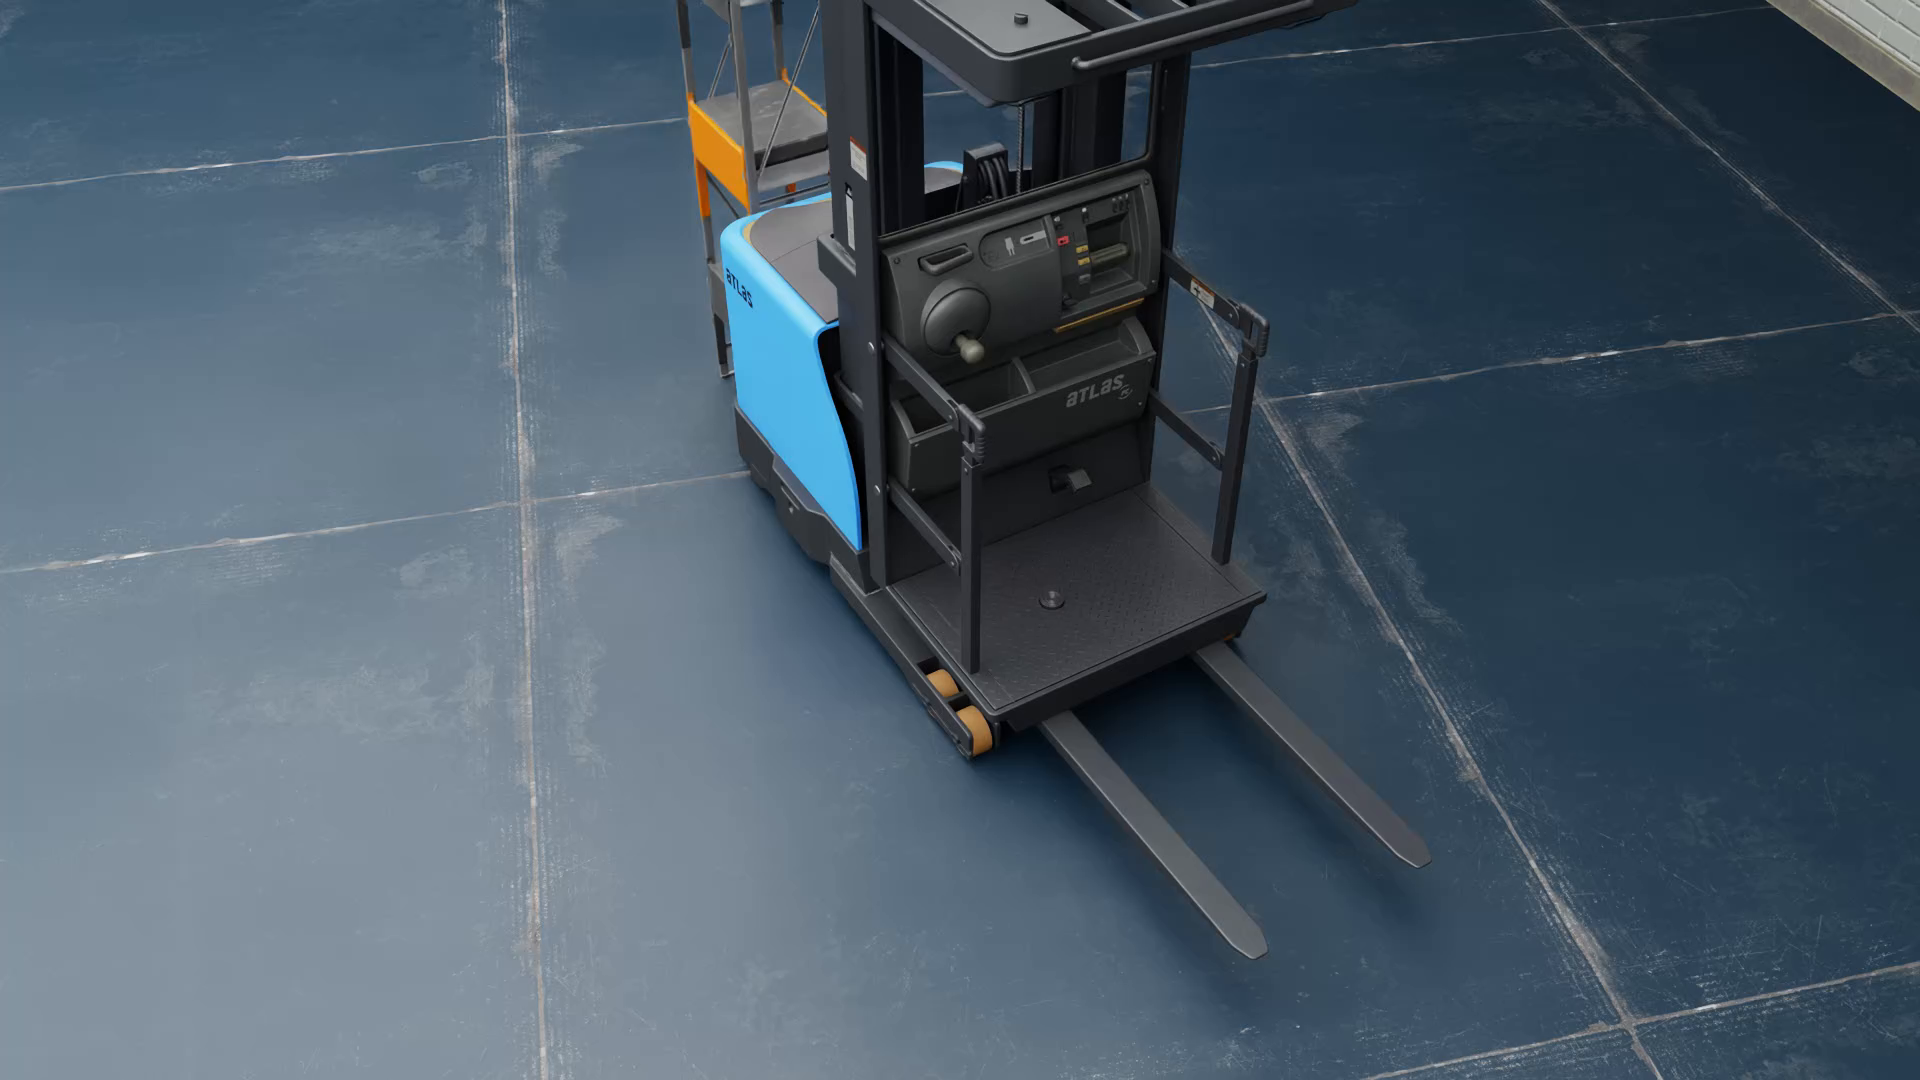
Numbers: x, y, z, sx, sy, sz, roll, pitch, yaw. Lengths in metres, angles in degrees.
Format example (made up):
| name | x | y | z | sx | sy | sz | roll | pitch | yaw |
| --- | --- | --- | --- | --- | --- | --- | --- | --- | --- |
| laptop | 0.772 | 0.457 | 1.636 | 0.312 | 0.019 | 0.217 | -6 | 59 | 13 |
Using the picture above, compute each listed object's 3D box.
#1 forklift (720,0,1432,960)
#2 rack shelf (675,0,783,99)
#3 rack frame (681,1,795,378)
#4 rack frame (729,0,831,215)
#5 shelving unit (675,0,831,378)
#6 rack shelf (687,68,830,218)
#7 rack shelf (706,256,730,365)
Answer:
| name | x | y | z | sx | sy | sz | roll | pitch | yaw |
| --- | --- | --- | --- | --- | --- | --- | --- | --- | --- |
| forklift | 0.320 | -0.742 | 4.878 | 1.130 | 2.935 | 3.031 | -22 | 46 | -23 |
| rack shelf | -0.715 | -1.918 | 5.794 | 0.431 | 0.518 | 0.480 | -22 | 46 | -23 |
| rack frame | -0.840 | -1.542 | 6.405 | 0.400 | 2.100 | 0.015 | -22 | 46 | -23 |
| rack frame | -0.588 | -1.265 | 6.091 | 0.400 | 2.100 | 0.015 | -22 | 46 | -23 |
| shelving unit | -0.714 | -1.403 | 6.248 | 0.431 | 2.100 | 0.503 | -22 | 46 | -23 |
| rack shelf | -0.714 | -1.393 | 6.257 | 0.431 | 0.518 | 0.480 | -22 | 46 | -23 |
| rack shelf | -0.713 | -0.868 | 6.720 | 0.431 | 0.518 | 0.480 | -22 | 46 | -23 |
